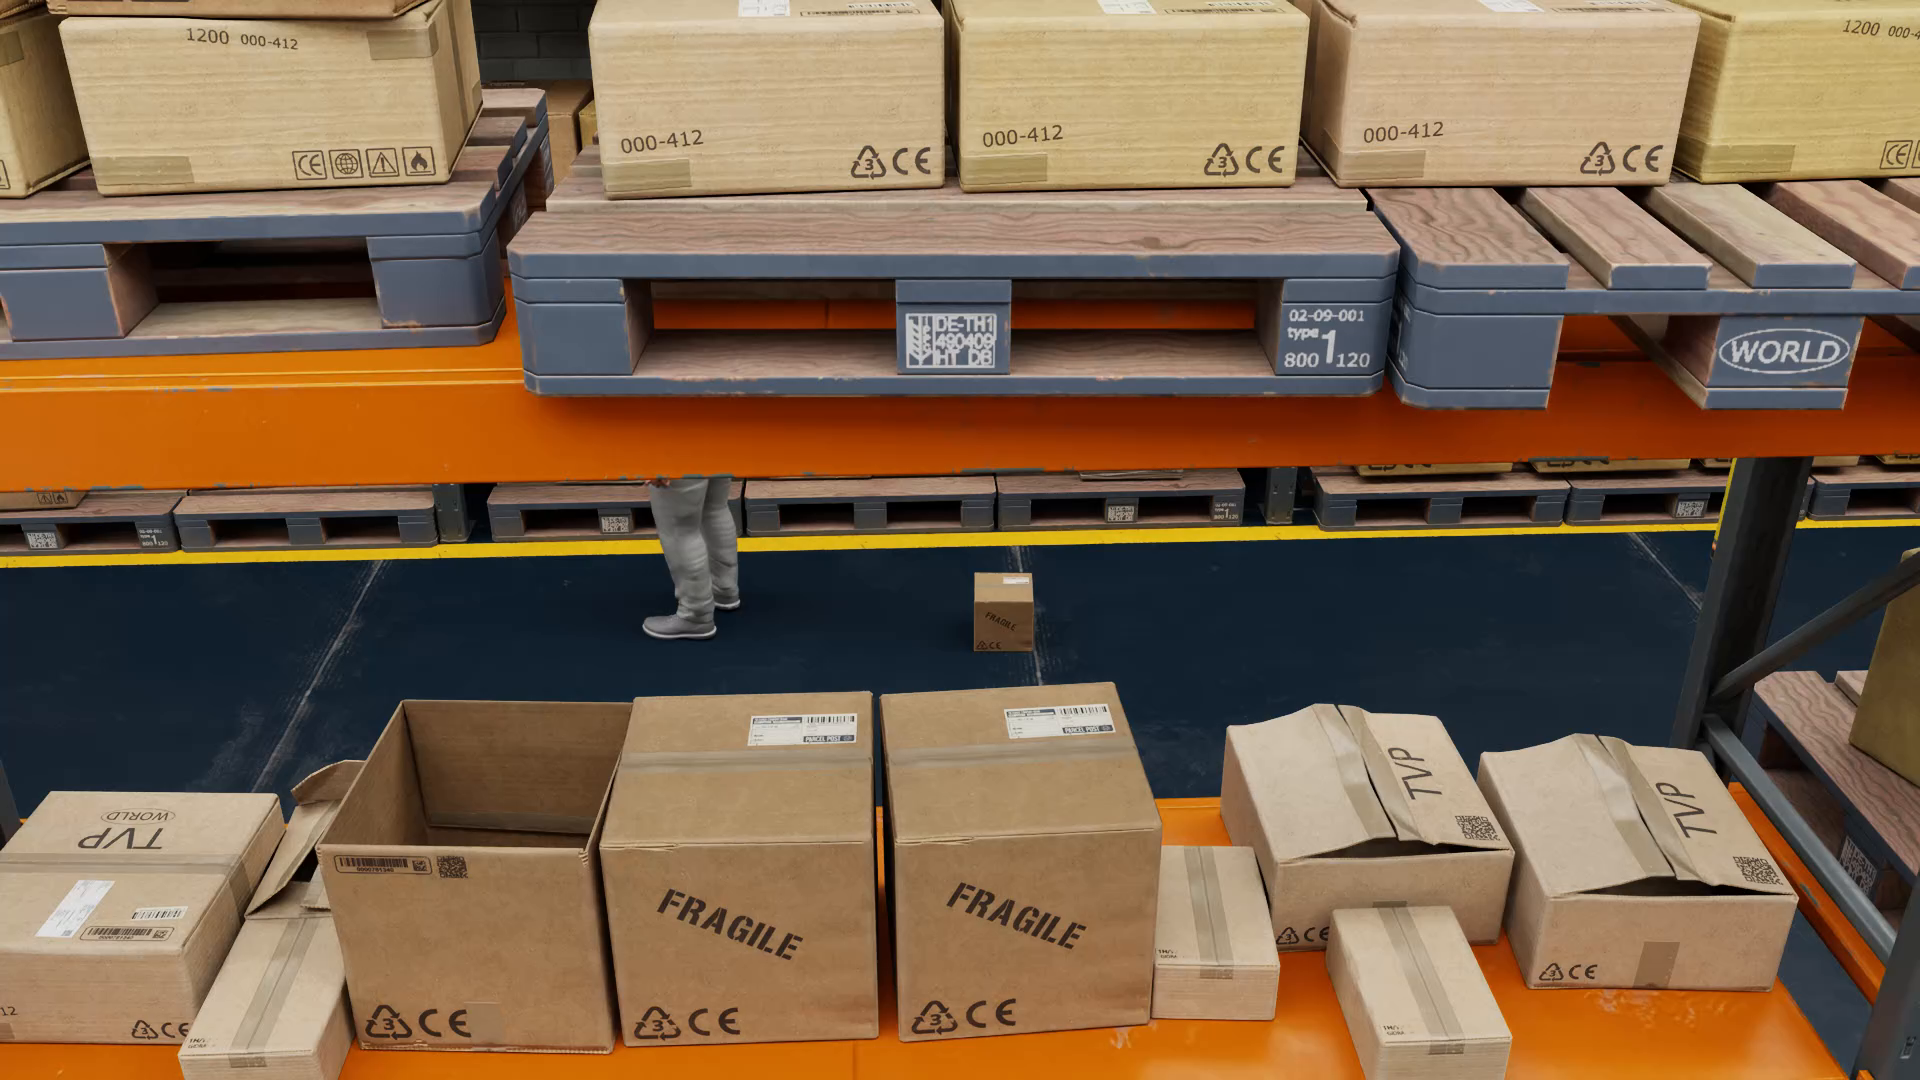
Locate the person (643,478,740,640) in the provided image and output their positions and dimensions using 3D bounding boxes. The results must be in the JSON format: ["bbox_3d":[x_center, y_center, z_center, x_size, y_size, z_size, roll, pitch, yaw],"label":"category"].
[{"bbox_3d":[-1.147,-0.430,6.918,0.403,1.775,0.520,9,29,16],"label":"person"}]
